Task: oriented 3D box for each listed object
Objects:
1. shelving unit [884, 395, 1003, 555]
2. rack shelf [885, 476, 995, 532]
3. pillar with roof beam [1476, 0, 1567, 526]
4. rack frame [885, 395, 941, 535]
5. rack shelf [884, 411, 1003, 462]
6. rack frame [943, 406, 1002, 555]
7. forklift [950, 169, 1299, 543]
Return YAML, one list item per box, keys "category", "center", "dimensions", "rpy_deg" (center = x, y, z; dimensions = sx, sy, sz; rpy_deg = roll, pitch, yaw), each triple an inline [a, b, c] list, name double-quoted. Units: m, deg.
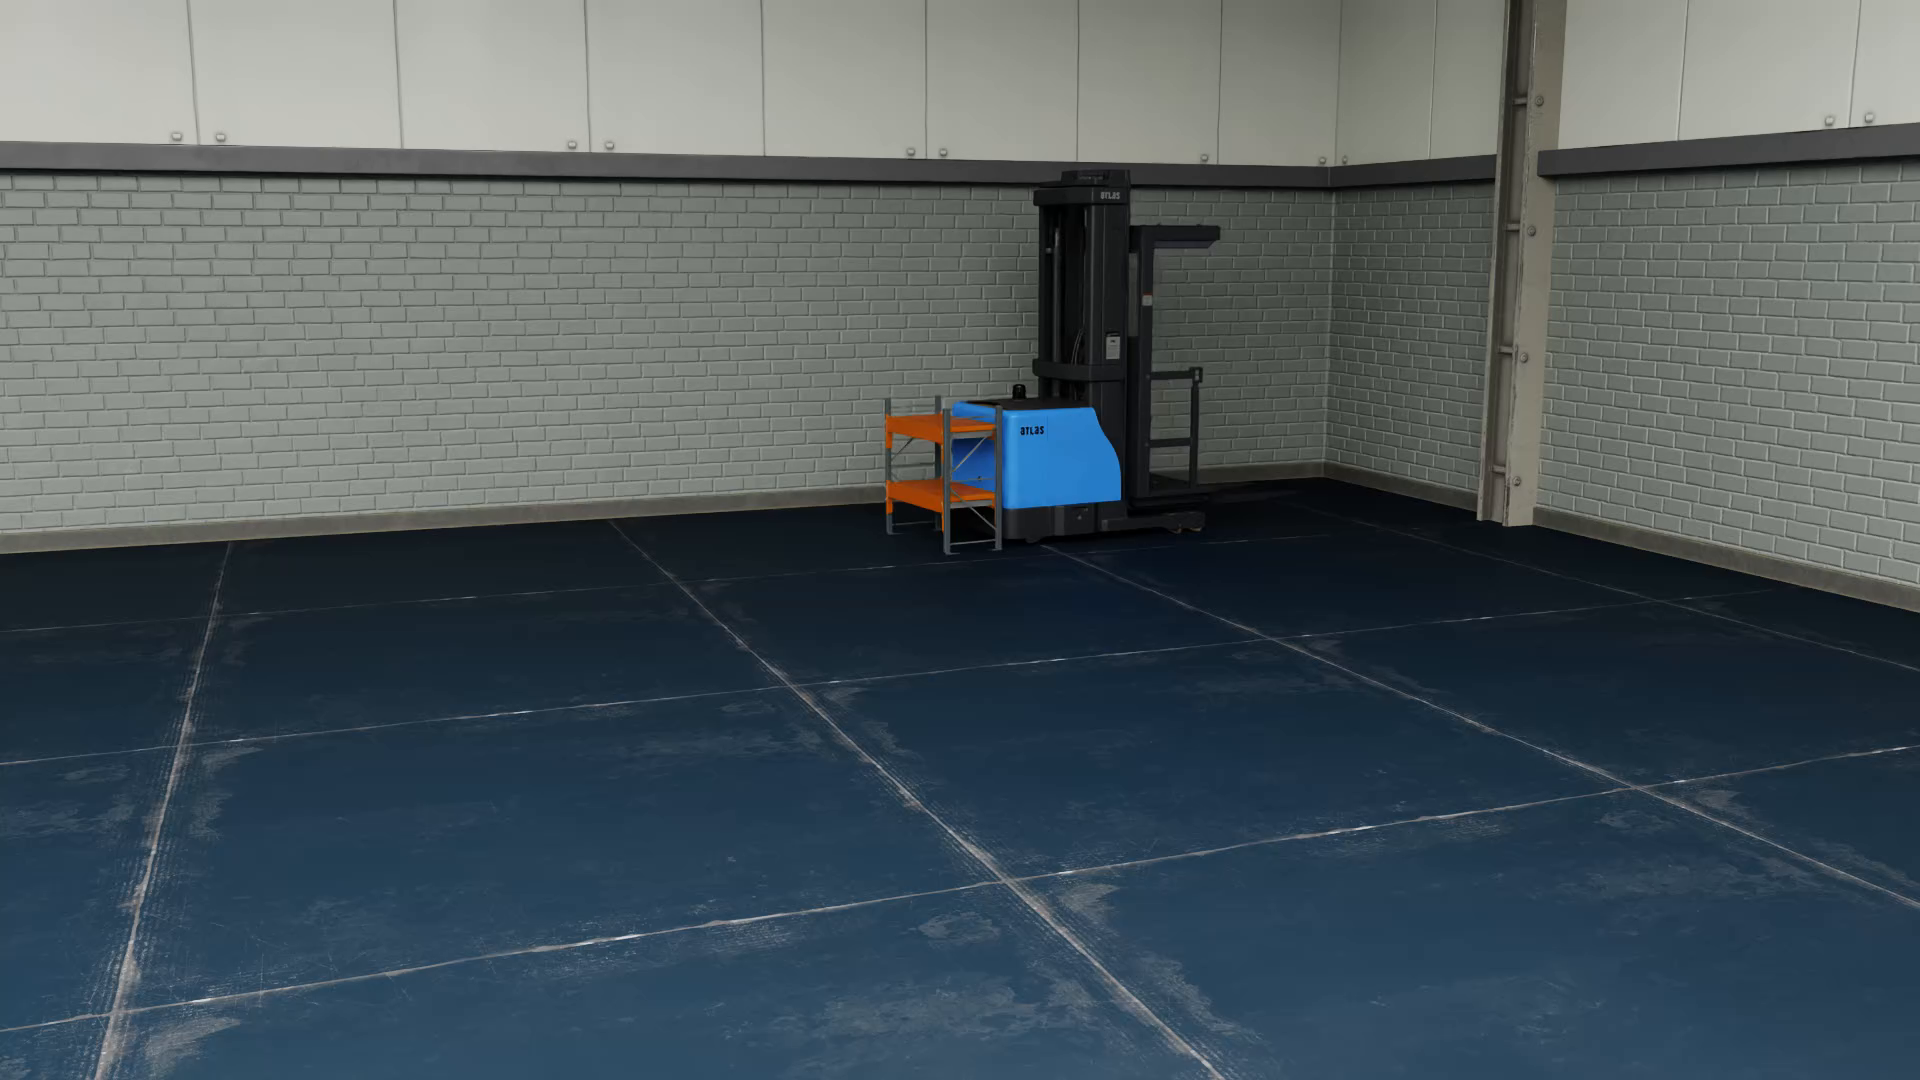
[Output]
- category: "shelving unit"
  center: [-0.141, -0.539, 13.236]
  dimensions: [0.538, 1.125, 1.048]
  rpy_deg: [-5, 11, -28]
- category: "rack shelf"
  center: [-0.141, -0.298, 13.279]
  dimensions: [0.538, 0.278, 1.000]
  rpy_deg: [-5, 11, -28]
- category: "pillar with roof beam"
  center: [0.679, -4.313, 11.974]
  dimensions: [9.100, 9.000, 0.400]
  rpy_deg: [-4, 11, -21]
- category: "rack frame"
  center: [-0.381, -0.617, 13.677]
  dimensions: [0.500, 1.125, 0.032]
  rpy_deg: [-5, 11, -28]
- category: "rack shelf"
  center: [-0.141, -0.827, 13.185]
  dimensions: [0.538, 0.278, 1.000]
  rpy_deg: [-5, 11, -28]
- category: "rack frame"
  center: [0.099, -0.460, 12.795]
  dimensions: [0.500, 1.125, 0.032]
  rpy_deg: [-5, 11, -28]
- category: "forklift"
  center: [1.468, -1.574, 13.898]
  dimensions: [3.031, 2.935, 1.130]
  rpy_deg: [-5, 11, -27]
